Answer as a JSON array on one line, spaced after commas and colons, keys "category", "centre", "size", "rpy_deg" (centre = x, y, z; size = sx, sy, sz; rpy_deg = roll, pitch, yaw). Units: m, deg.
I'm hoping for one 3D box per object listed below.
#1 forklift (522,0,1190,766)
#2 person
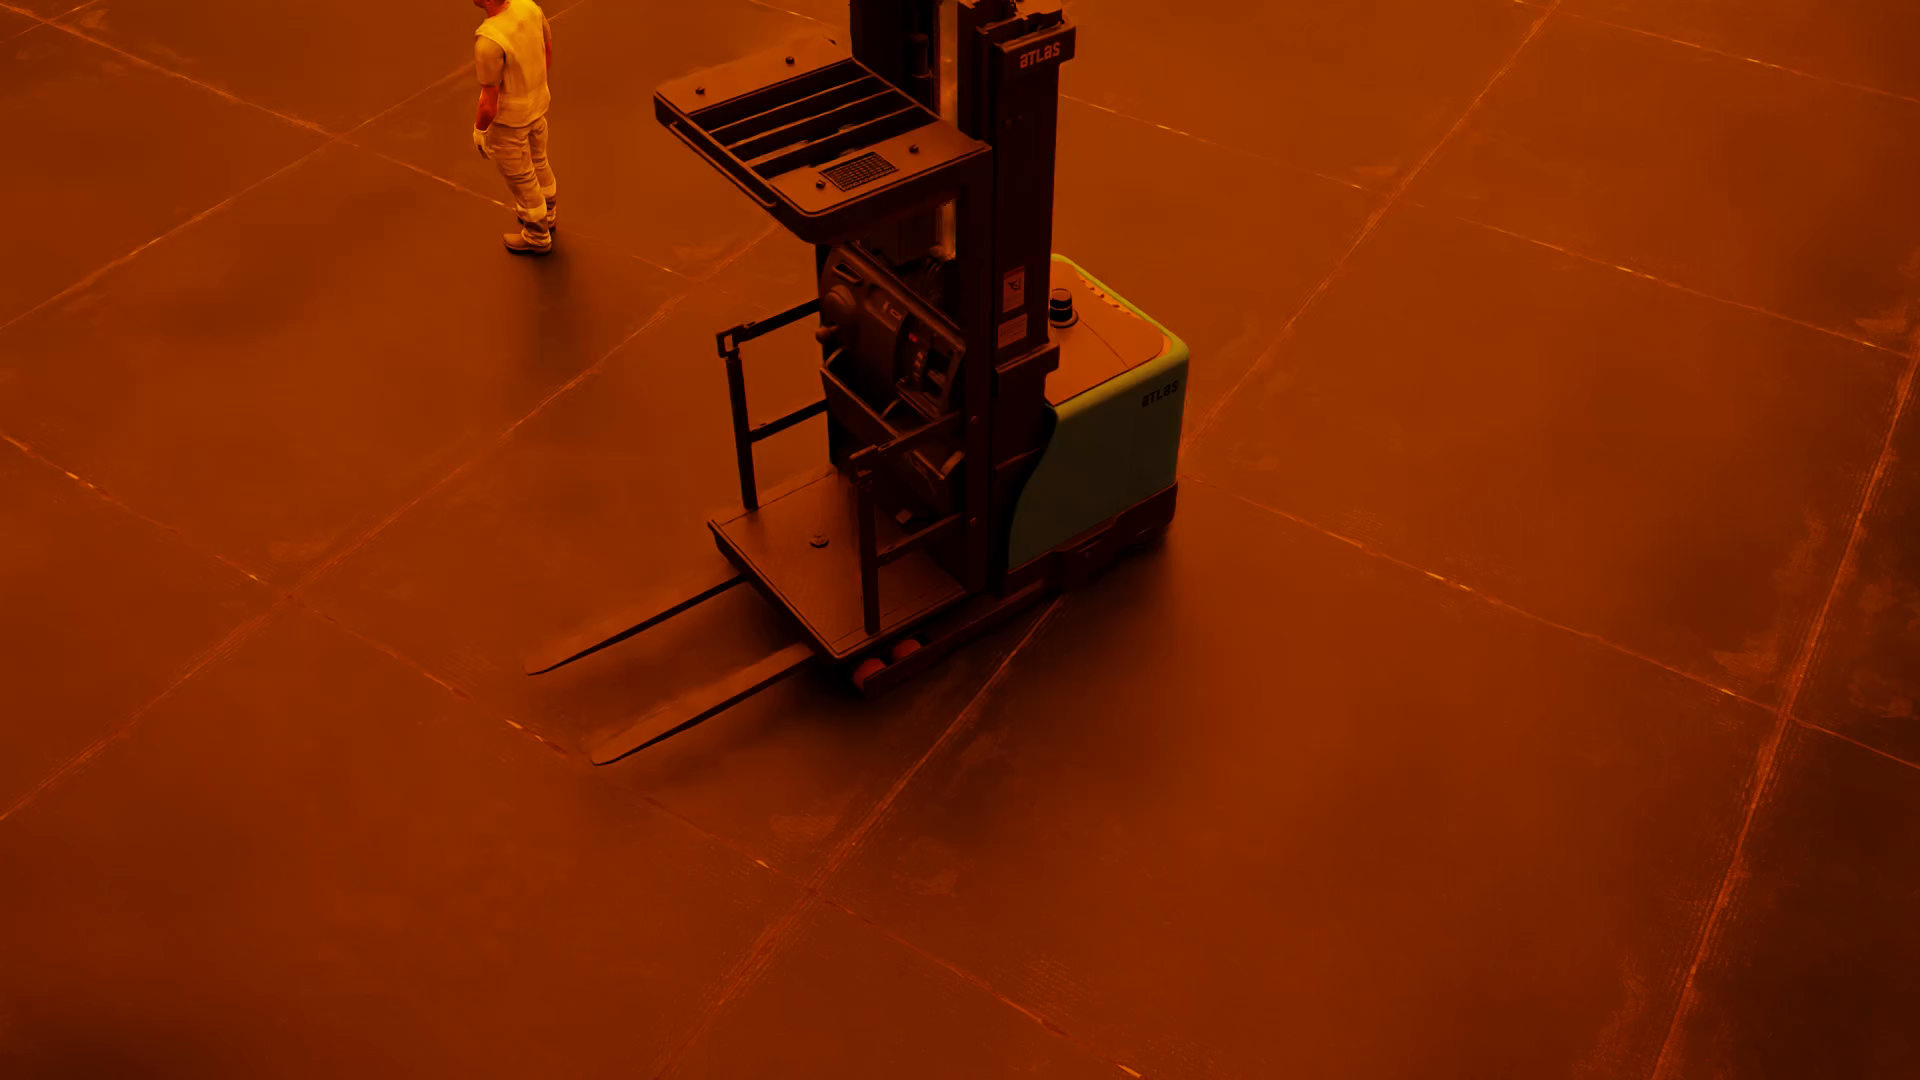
[{"category": "forklift", "centre": [-0.454, -0.798, 6.690], "size": [3.031, 2.935, 1.130], "rpy_deg": [-27, 50, -26]}, {"category": "person", "centre": [-2.517, -2.386, 9.184], "size": [0.565, 1.787, 0.637], "rpy_deg": [17, 46, 17]}]
